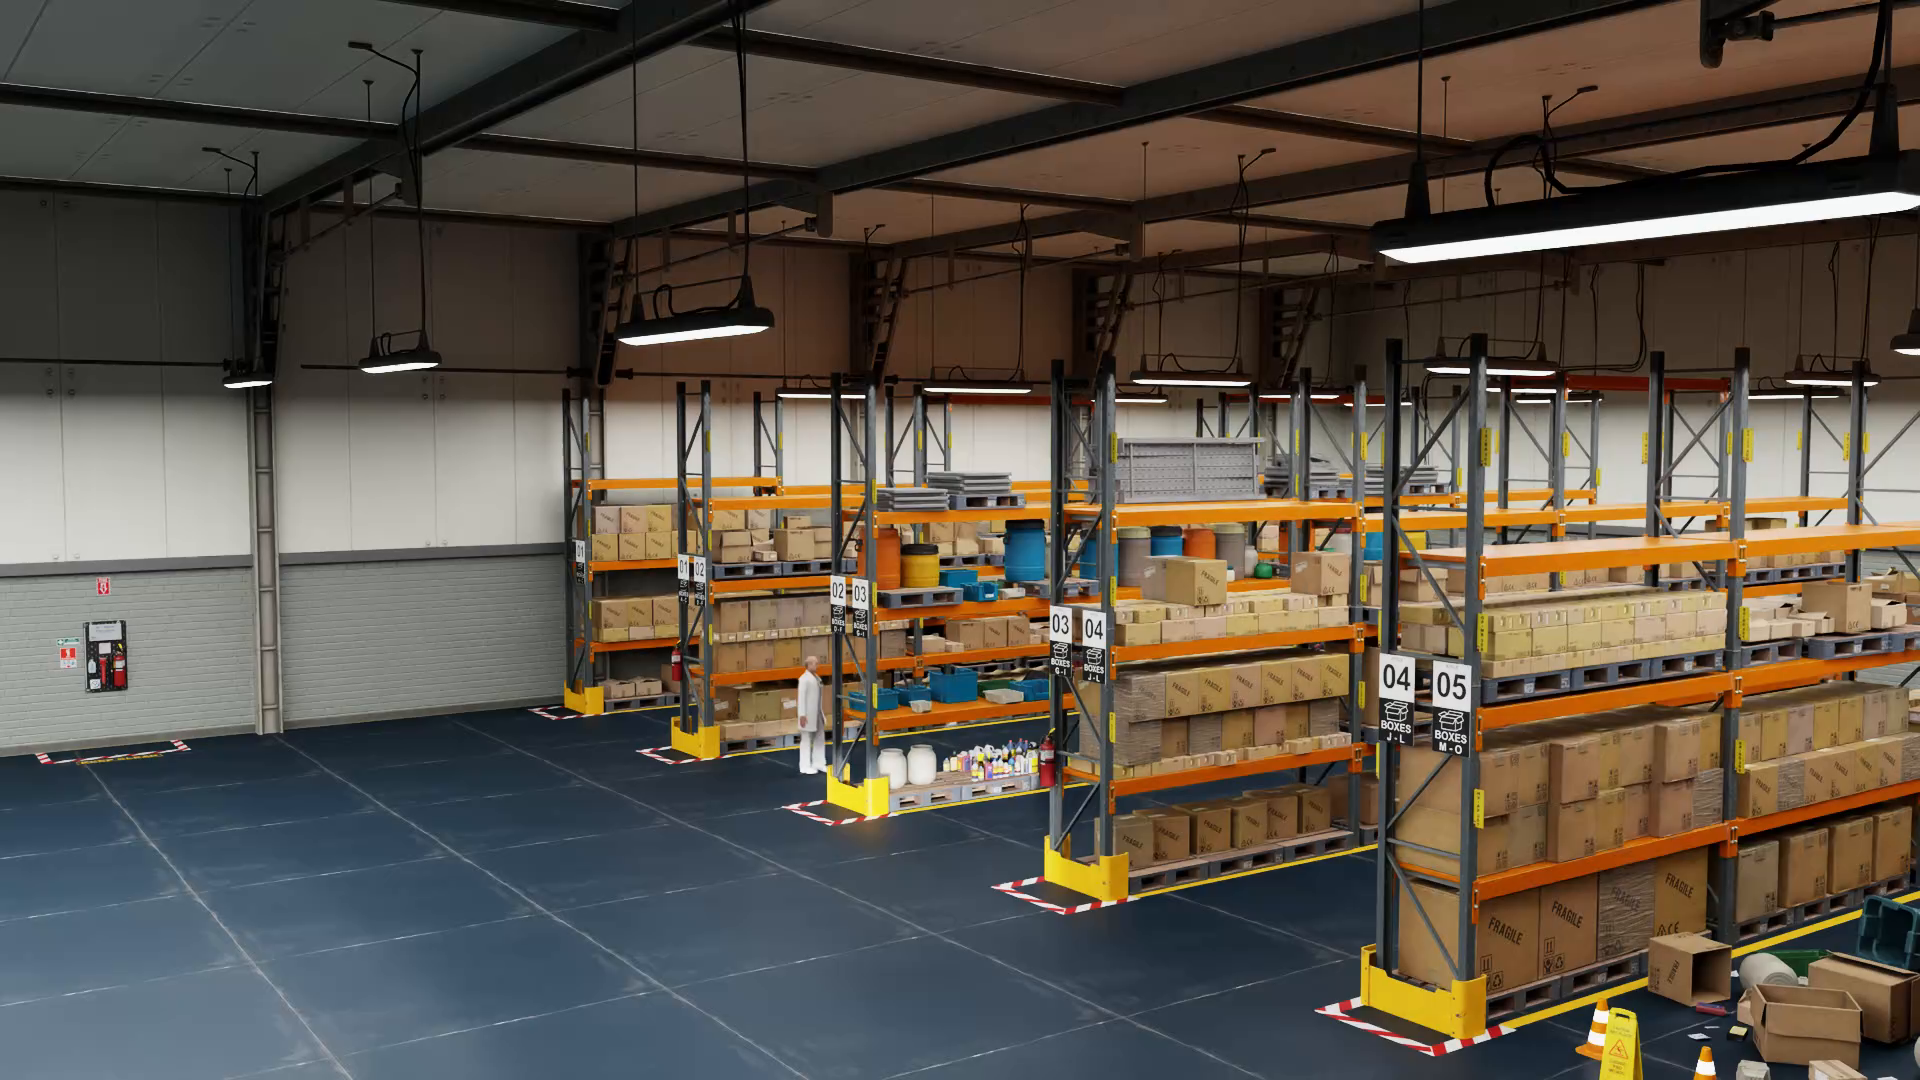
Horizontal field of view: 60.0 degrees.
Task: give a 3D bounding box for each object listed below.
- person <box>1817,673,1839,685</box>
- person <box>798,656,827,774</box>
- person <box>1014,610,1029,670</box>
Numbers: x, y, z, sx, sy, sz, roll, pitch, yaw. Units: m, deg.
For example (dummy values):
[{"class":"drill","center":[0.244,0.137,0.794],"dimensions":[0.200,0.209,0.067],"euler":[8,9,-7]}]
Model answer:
[{"class":"person","center":[13.047,2.695,25.017],"dimensions":[1.032,1.731,0.671],"euler":[-3,4,-34]},{"class":"person","center":[-2.223,2.677,25.269],"dimensions":[0.447,1.826,0.667],"euler":[1,4,22]},{"class":"person","center":[1.284,2.205,33.735],"dimensions":[0.436,1.616,0.461],"euler":[-2,4,-24]}]
